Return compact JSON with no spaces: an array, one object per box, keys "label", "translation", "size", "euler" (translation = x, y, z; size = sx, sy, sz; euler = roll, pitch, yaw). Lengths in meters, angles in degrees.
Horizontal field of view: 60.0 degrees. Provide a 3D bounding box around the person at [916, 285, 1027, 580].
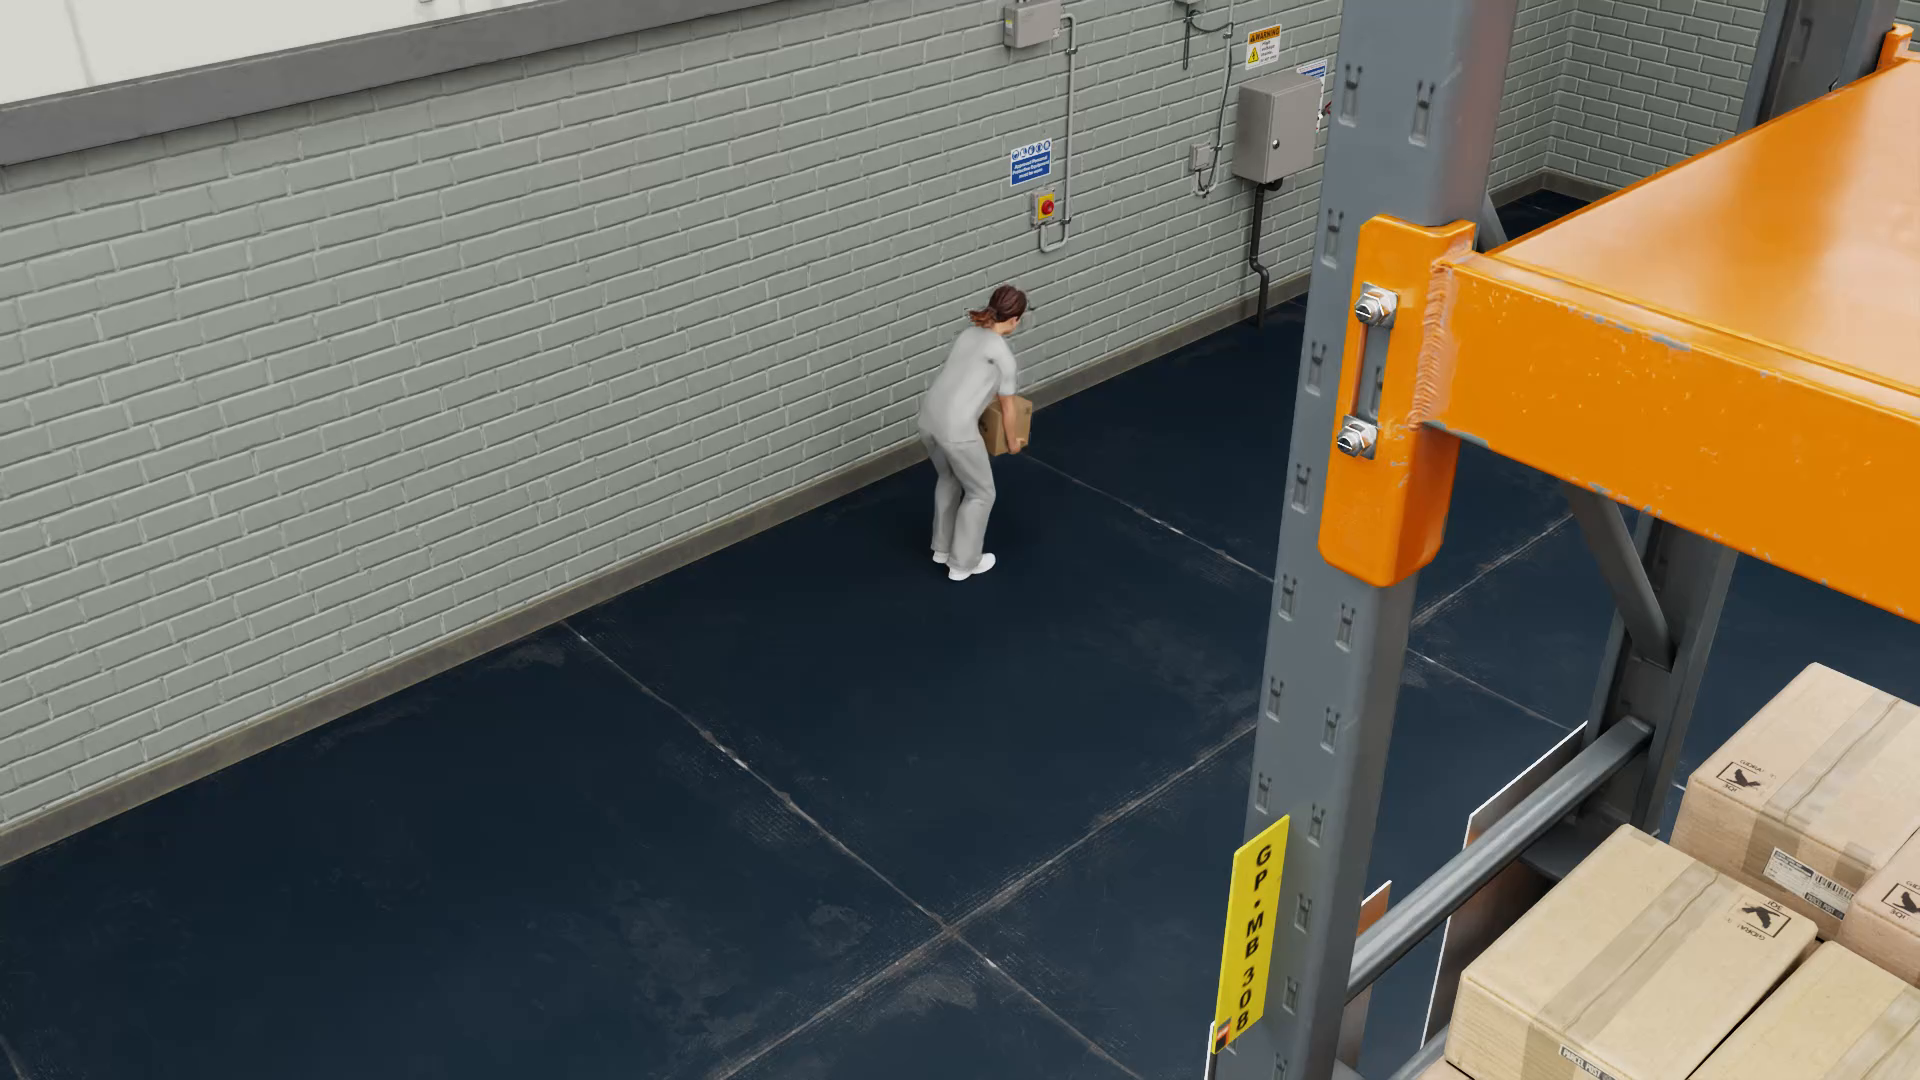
[{"label":"person","translation":[0.084,-0.565,8.708],"size":[0.672,1.509,0.406],"euler":[-27,41,-36]}]
